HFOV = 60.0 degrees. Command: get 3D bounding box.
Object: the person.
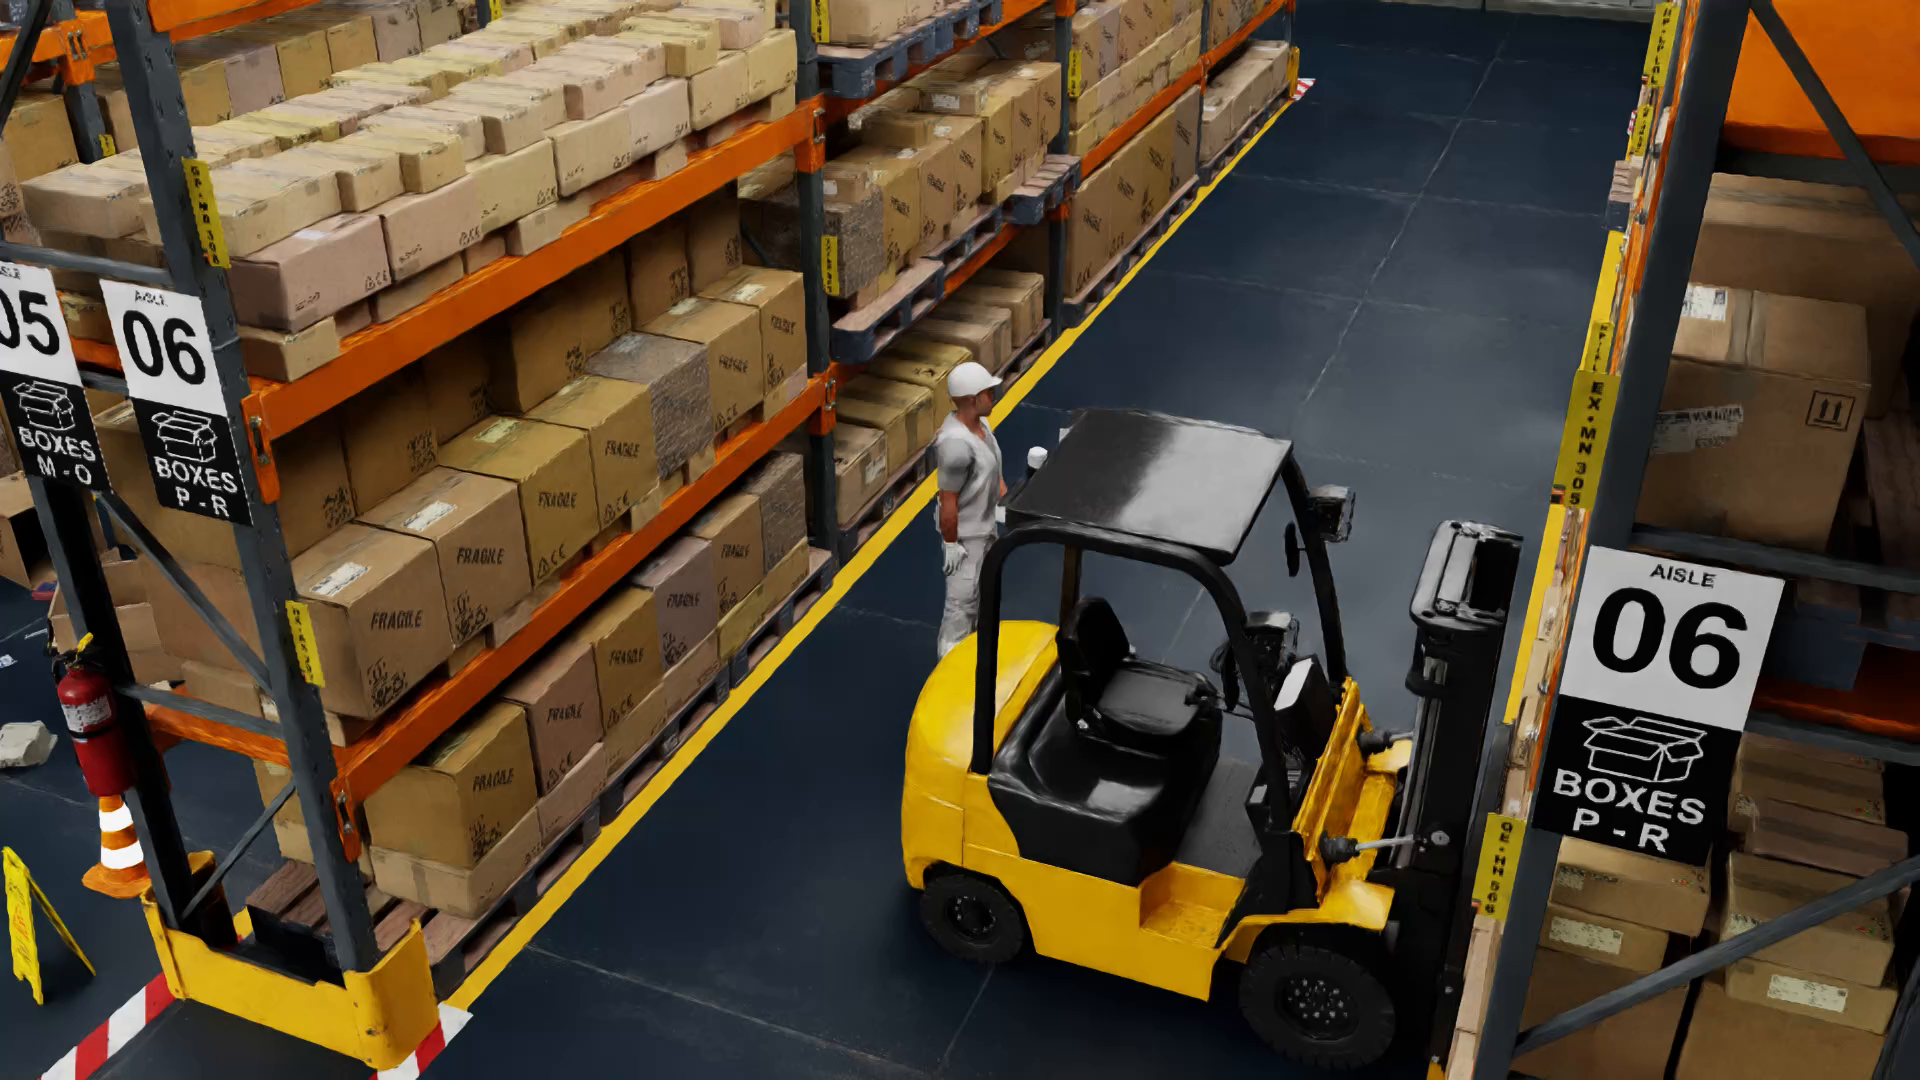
[{"bbox_3d":[0.103,-0.038,8.431,0.478,1.787,0.628,7,30,12],"label":"person"}]
